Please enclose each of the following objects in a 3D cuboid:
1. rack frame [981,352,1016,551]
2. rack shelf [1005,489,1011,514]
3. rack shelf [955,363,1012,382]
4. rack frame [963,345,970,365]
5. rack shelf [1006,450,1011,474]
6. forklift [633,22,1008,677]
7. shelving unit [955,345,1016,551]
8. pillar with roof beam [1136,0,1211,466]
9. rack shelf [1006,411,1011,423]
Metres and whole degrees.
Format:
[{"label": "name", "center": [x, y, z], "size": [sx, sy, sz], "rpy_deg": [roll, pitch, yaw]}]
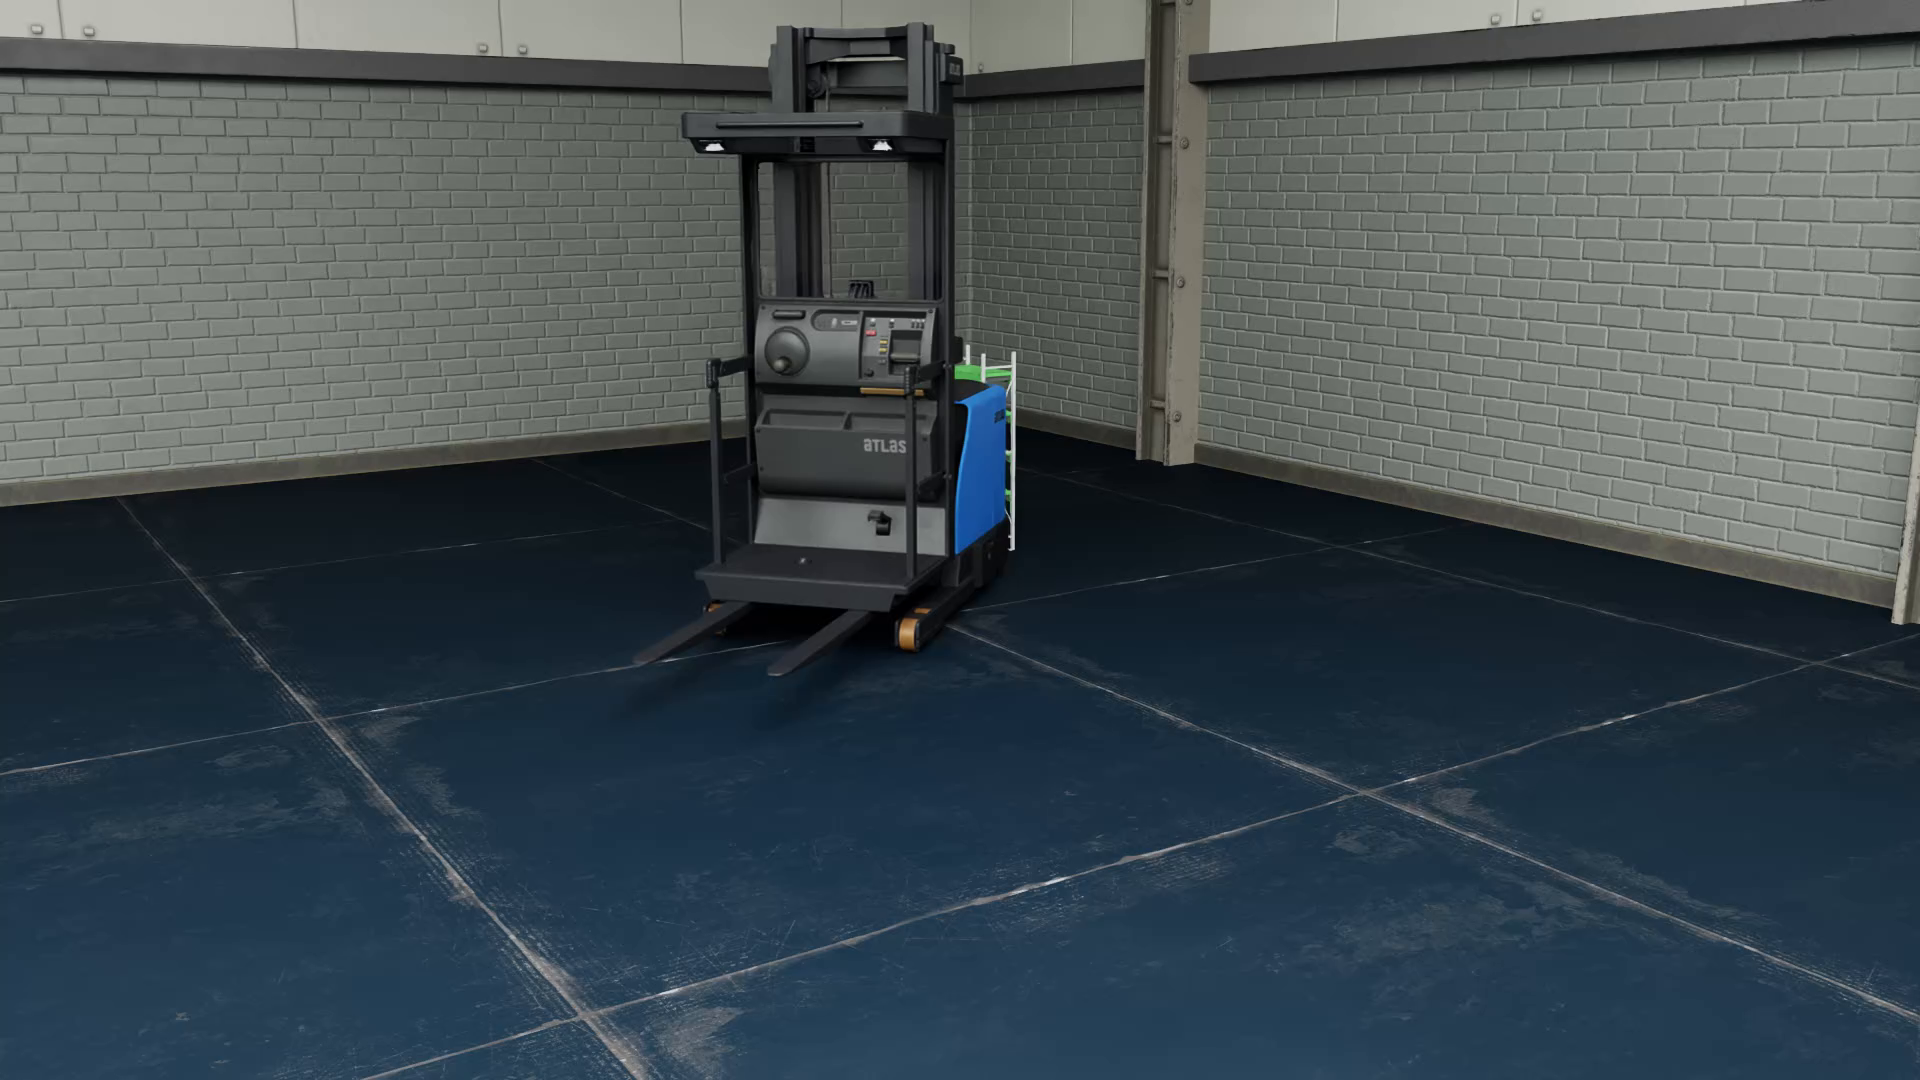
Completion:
[{"label": "rack frame", "center": [0.227, -0.513, 9.901], "size": [0.240, 1.200, 0.015], "rpy_deg": [-8, 15, -33]}, {"label": "rack shelf", "center": [0.092, -0.260, 10.164], "size": [0.258, 0.148, 0.480], "rpy_deg": [-8, 15, -33]}, {"label": "rack shelf", "center": [0.092, -0.963, 10.010], "size": [0.258, 0.148, 0.480], "rpy_deg": [-8, 15, -33]}, {"label": "rack frame", "center": [-0.043, -0.600, 10.297], "size": [0.240, 1.200, 0.015], "rpy_deg": [-8, 15, -33]}, {"label": "rack shelf", "center": [0.092, -0.494, 10.113], "size": [0.258, 0.148, 0.480], "rpy_deg": [-8, 15, -33]}, {"label": "forklift", "center": [-0.630, -0.991, 8.035], "size": [1.130, 2.935, 3.031], "rpy_deg": [4, 13, 16]}, {"label": "shelving unit", "center": [0.092, -0.557, 10.099], "size": [0.258, 1.200, 0.503], "rpy_deg": [-8, 15, -33]}, {"label": "pillar with roof beam", "center": [-1.942, -4.519, 9.961], "size": [9.100, 9.000, 0.400], "rpy_deg": [-8, 15, -33]}, {"label": "rack shelf", "center": [0.092, -0.729, 10.061], "size": [0.258, 0.148, 0.480], "rpy_deg": [-8, 15, -33]}]
